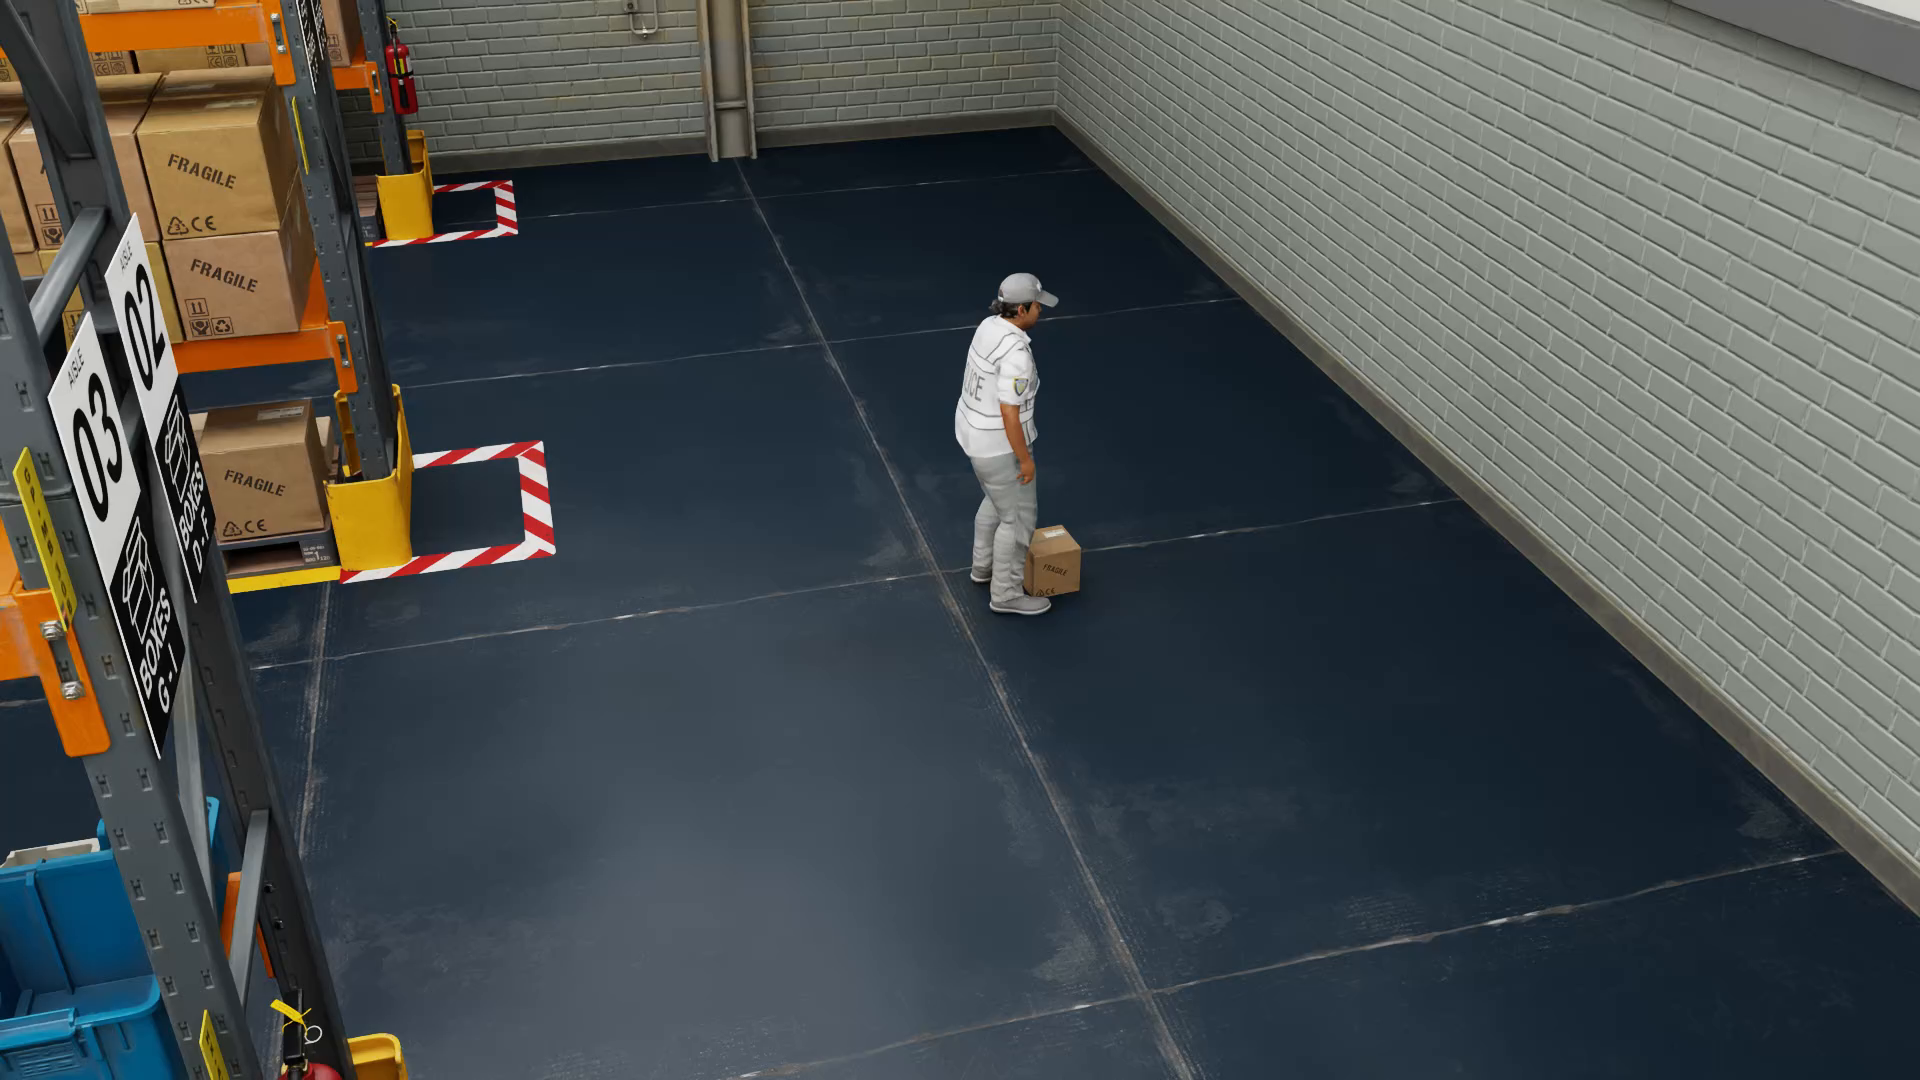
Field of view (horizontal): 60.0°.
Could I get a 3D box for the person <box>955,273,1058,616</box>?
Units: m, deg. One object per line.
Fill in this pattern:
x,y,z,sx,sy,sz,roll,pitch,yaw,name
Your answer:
0.229,-0.468,7.920,0.465,1.666,0.538,-8,31,-13,person
